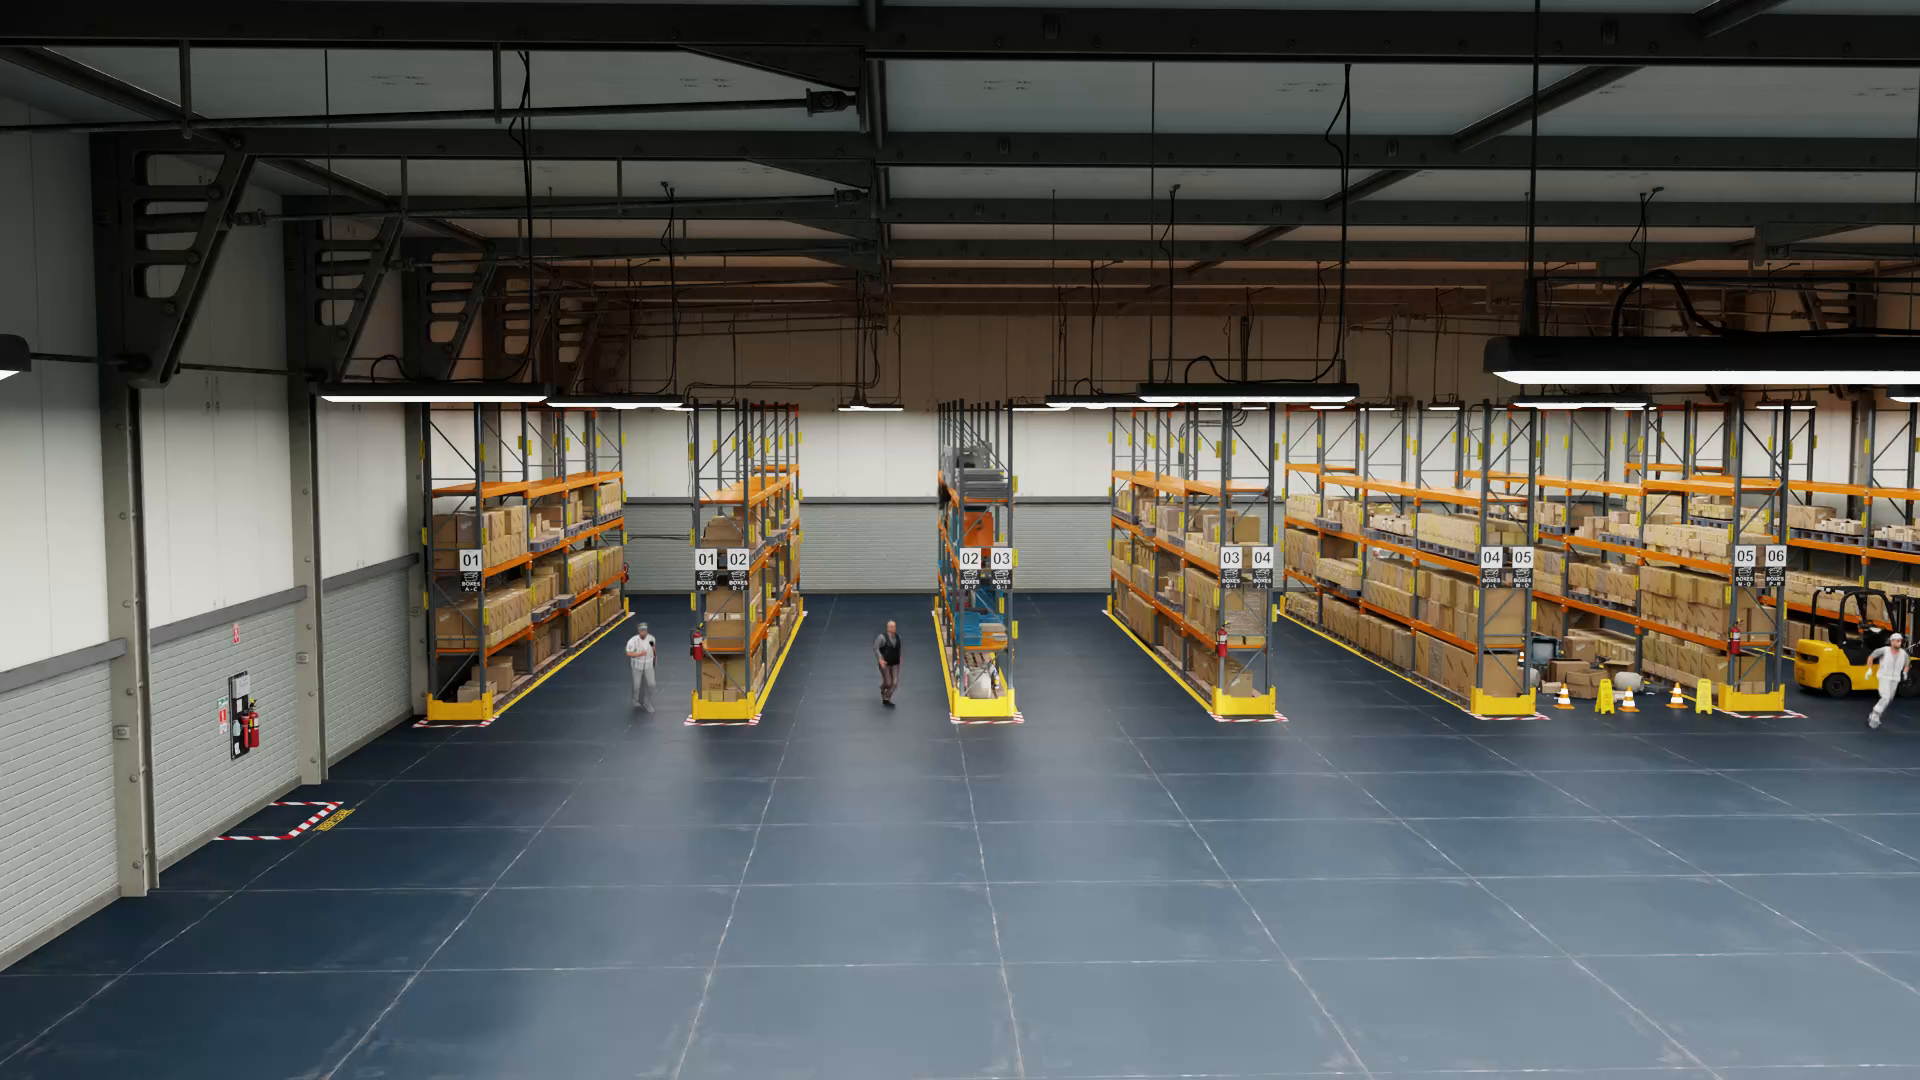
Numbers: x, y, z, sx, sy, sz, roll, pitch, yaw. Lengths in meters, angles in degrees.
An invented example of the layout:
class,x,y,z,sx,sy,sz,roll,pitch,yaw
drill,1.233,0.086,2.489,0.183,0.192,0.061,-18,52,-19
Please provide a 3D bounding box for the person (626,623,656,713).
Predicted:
class,x,y,z,sx,sy,sz,roll,pitch,yaw
person,-6.122,2.439,31.956,0.628,1.763,0.912,-2,5,-23

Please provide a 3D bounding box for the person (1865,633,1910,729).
class,x,y,z,sx,sy,sz,roll,pitch,yaw
person,16.782,2.535,30.115,0.744,1.722,0.801,0,4,1

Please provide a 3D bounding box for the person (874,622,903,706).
class,x,y,z,sx,sy,sz,roll,pitch,yaw
person,-1.414,2.418,32.692,0.657,1.664,0.556,-2,5,-26

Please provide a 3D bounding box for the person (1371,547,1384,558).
class,x,y,z,sx,sy,sz,roll,pitch,yaw
person,12.667,1.061,50.117,0.858,1.745,0.660,-3,5,-33
